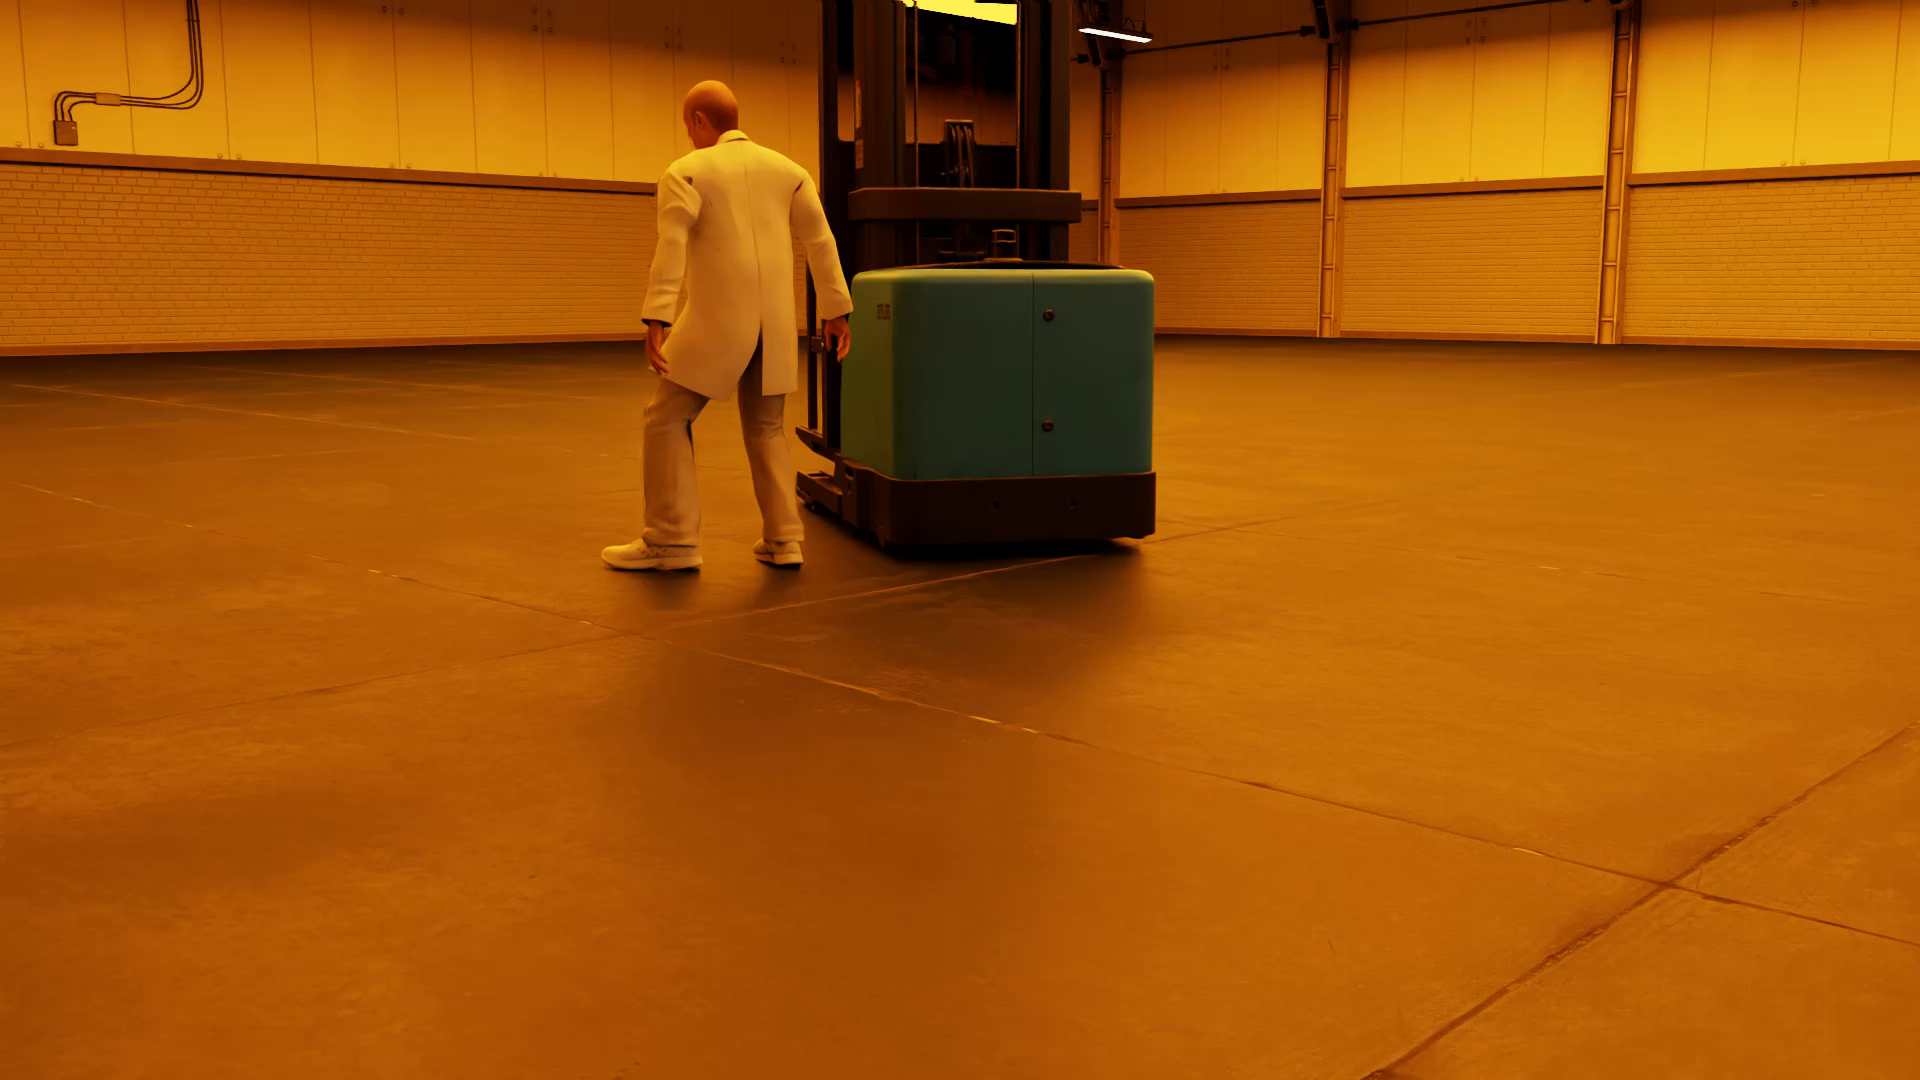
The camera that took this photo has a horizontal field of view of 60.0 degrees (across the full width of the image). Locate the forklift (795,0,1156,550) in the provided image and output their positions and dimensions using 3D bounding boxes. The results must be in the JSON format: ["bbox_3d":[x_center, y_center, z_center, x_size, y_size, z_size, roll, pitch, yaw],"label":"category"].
[{"bbox_3d":[-0.136,-1.592,7.449,1.130,2.935,3.031,-2,9,-15],"label":"forklift"}]

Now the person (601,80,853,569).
[{"bbox_3d":[-0.826,-0.768,6.014,0.910,1.749,0.451,-6,10,-35],"label":"person"}]
